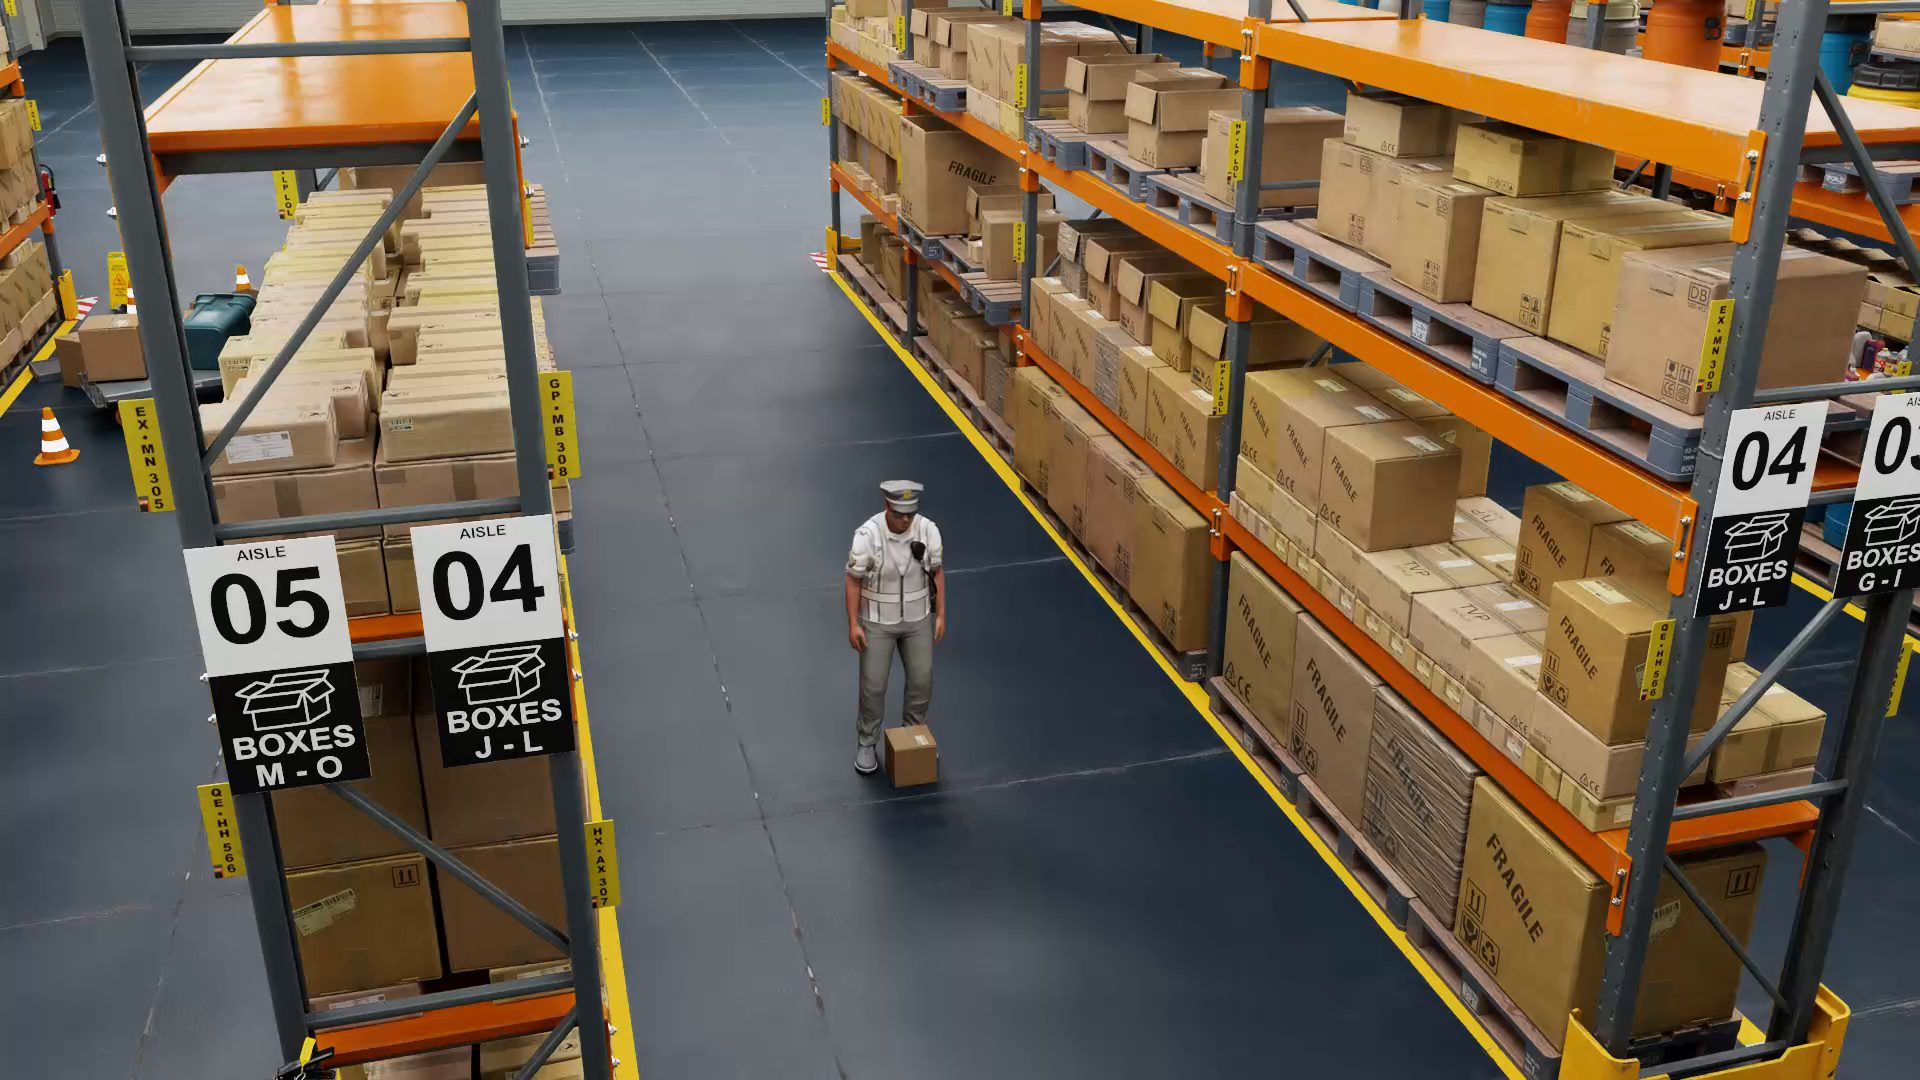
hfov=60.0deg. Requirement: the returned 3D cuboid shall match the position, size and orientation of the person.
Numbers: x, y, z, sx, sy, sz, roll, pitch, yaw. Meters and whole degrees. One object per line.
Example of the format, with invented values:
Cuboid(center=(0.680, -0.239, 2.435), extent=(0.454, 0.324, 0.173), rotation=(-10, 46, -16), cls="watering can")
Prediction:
Cuboid(center=(-0.367, 0.456, 9.569), extent=(0.585, 1.746, 0.432), rotation=(-6, 24, -15), cls="person")
